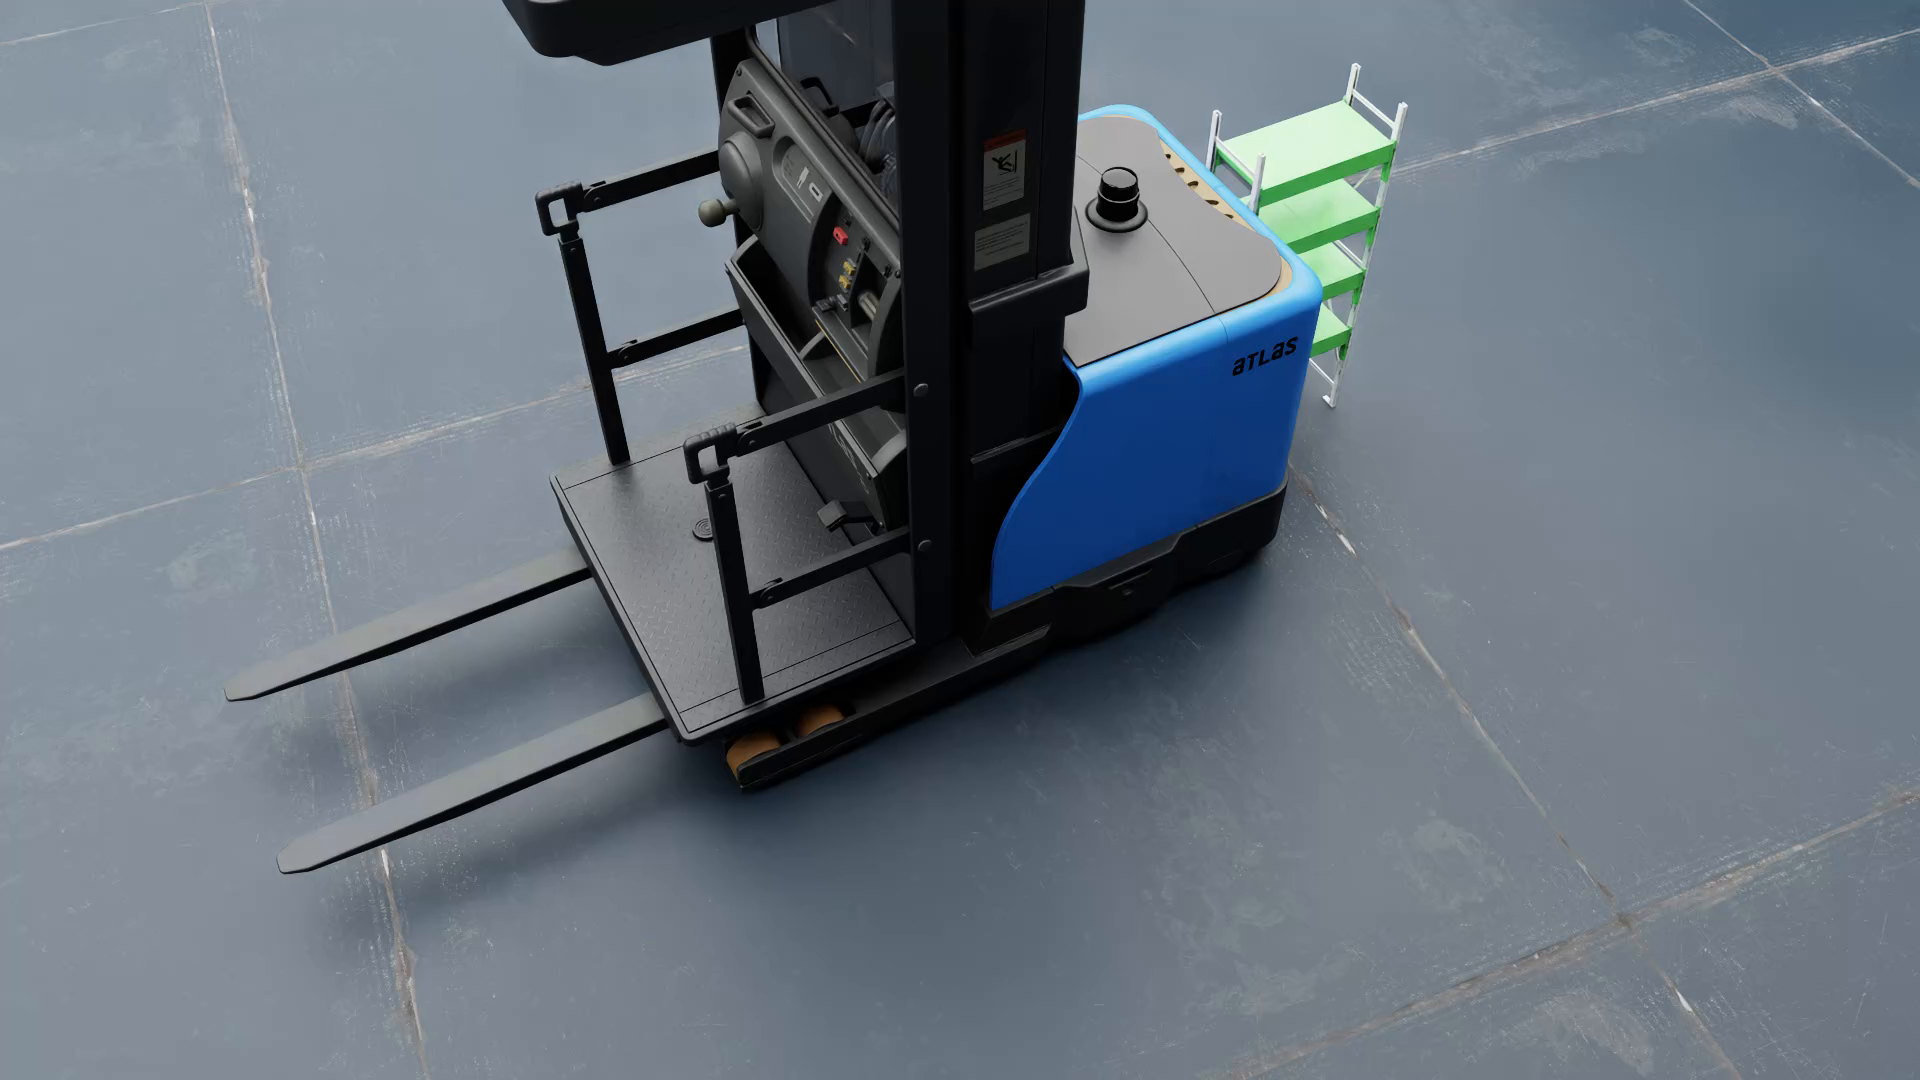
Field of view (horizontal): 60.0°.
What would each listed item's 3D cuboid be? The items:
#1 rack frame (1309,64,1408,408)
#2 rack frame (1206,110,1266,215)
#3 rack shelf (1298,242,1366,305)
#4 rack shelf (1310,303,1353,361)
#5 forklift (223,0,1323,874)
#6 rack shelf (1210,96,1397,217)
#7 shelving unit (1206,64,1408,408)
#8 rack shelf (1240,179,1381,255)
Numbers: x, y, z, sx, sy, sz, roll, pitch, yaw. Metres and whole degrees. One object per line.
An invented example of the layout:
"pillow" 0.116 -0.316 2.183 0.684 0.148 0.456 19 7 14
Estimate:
"rack frame" 1.210 -0.921 5.250 0.015 1.200 0.240 -22 53 -18
"rack frame" 0.781 -0.745 5.099 0.015 1.200 0.240 -22 53 -18
"rack shelf" 0.995 -0.792 5.223 0.480 0.148 0.258 -22 53 -18
"rack shelf" 0.995 -0.635 5.405 0.480 0.148 0.258 -22 53 -18
"forklift" -0.553 -0.729 3.944 3.031 2.935 1.130 -22 53 -18
"rack shelf" 0.995 -1.104 4.859 0.480 0.148 0.258 -22 53 -18
"shelving unit" 0.995 -0.833 5.175 0.503 1.200 0.258 -22 53 -18
"rack shelf" 0.995 -0.948 5.041 0.480 0.148 0.258 -22 53 -18
